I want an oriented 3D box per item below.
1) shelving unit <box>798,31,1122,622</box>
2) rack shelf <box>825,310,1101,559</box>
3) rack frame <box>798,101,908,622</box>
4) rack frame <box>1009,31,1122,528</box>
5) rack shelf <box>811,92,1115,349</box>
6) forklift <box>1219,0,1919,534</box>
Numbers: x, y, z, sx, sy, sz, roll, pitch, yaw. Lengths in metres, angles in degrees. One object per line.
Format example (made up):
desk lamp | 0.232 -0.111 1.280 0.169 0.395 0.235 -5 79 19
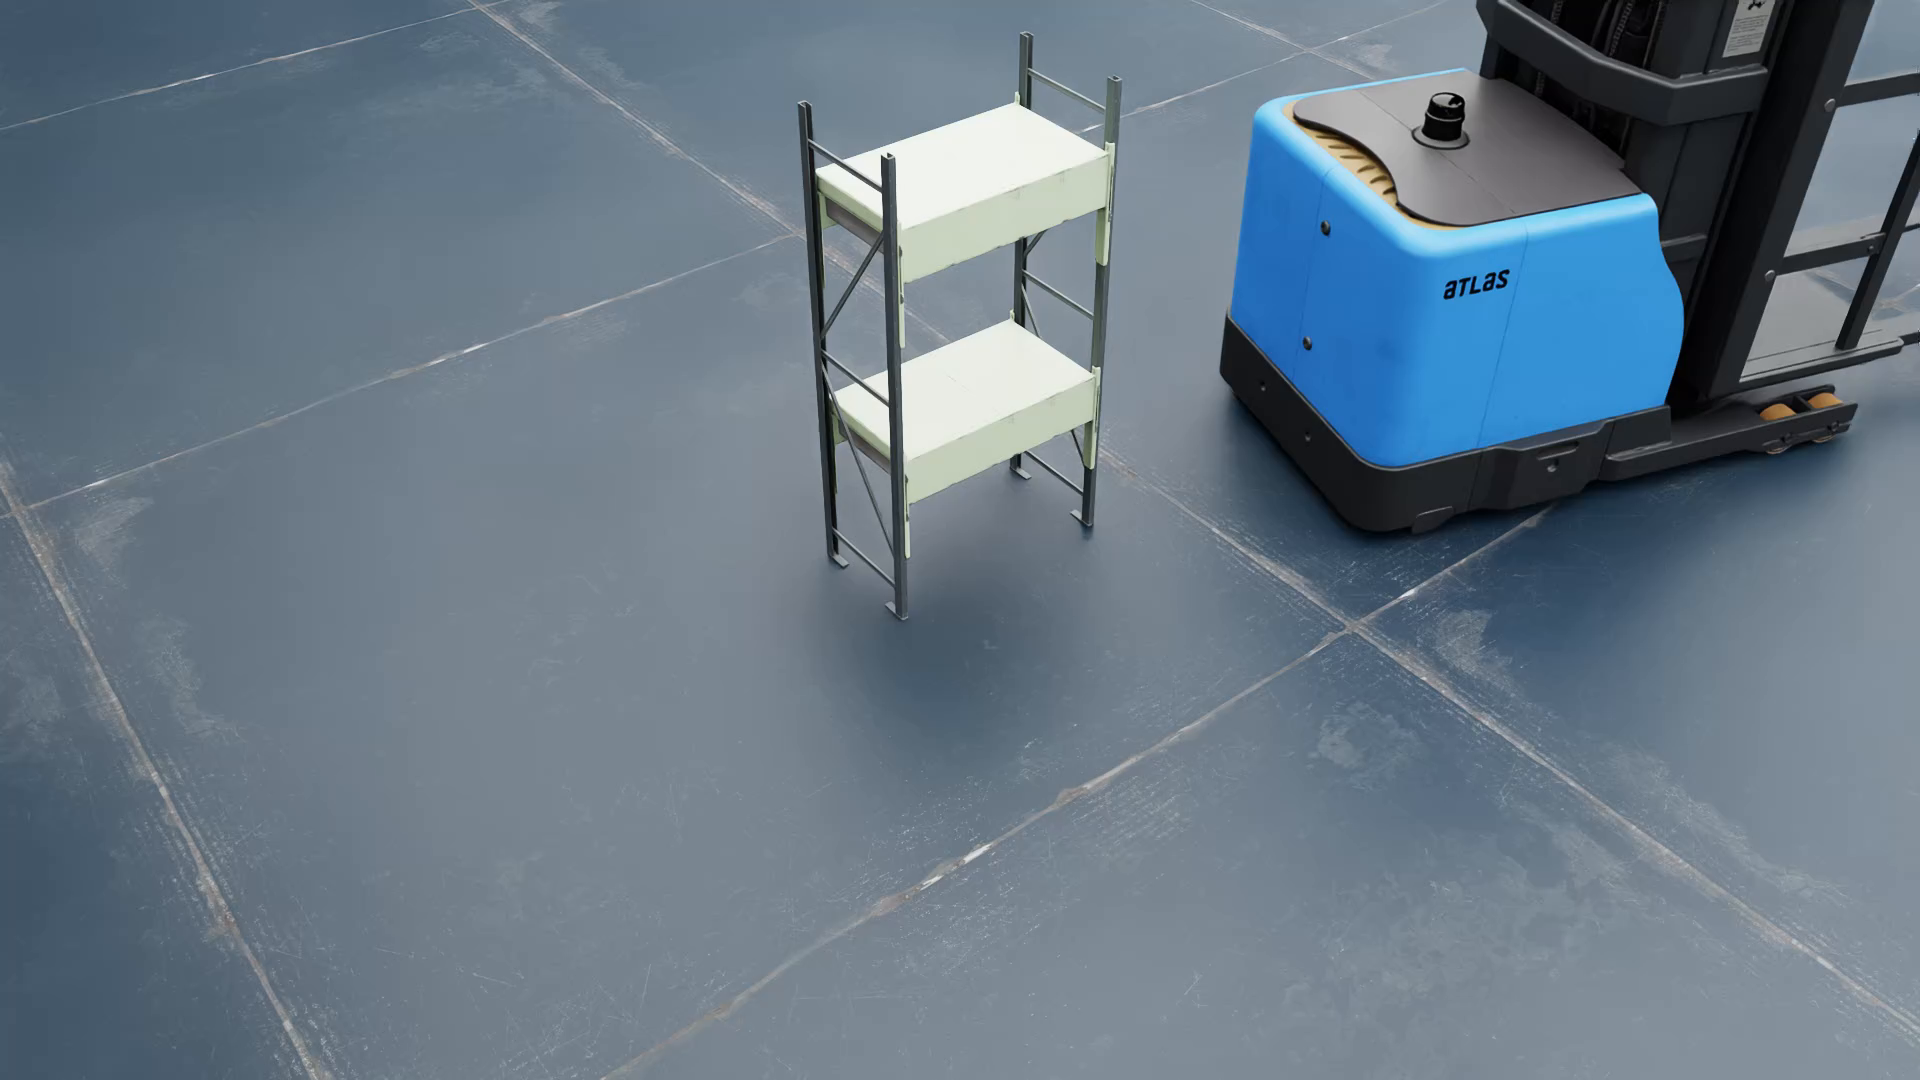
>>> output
shelving unit | 0.005 -0.582 4.777 0.755 1.500 0.431 -26 46 -28
rack shelf | 0.005 -0.330 4.984 0.720 0.370 0.431 -26 46 -28
rack frame | -0.285 -0.441 4.605 0.023 1.500 0.400 -26 46 -28
rack frame | 0.295 -0.724 4.950 0.023 1.500 0.400 -26 46 -28
rack shelf | 0.005 -0.884 4.530 0.720 0.370 0.431 -26 46 -28
forklift | 2.487 -1.724 5.041 3.031 2.935 1.130 -13 41 -15
